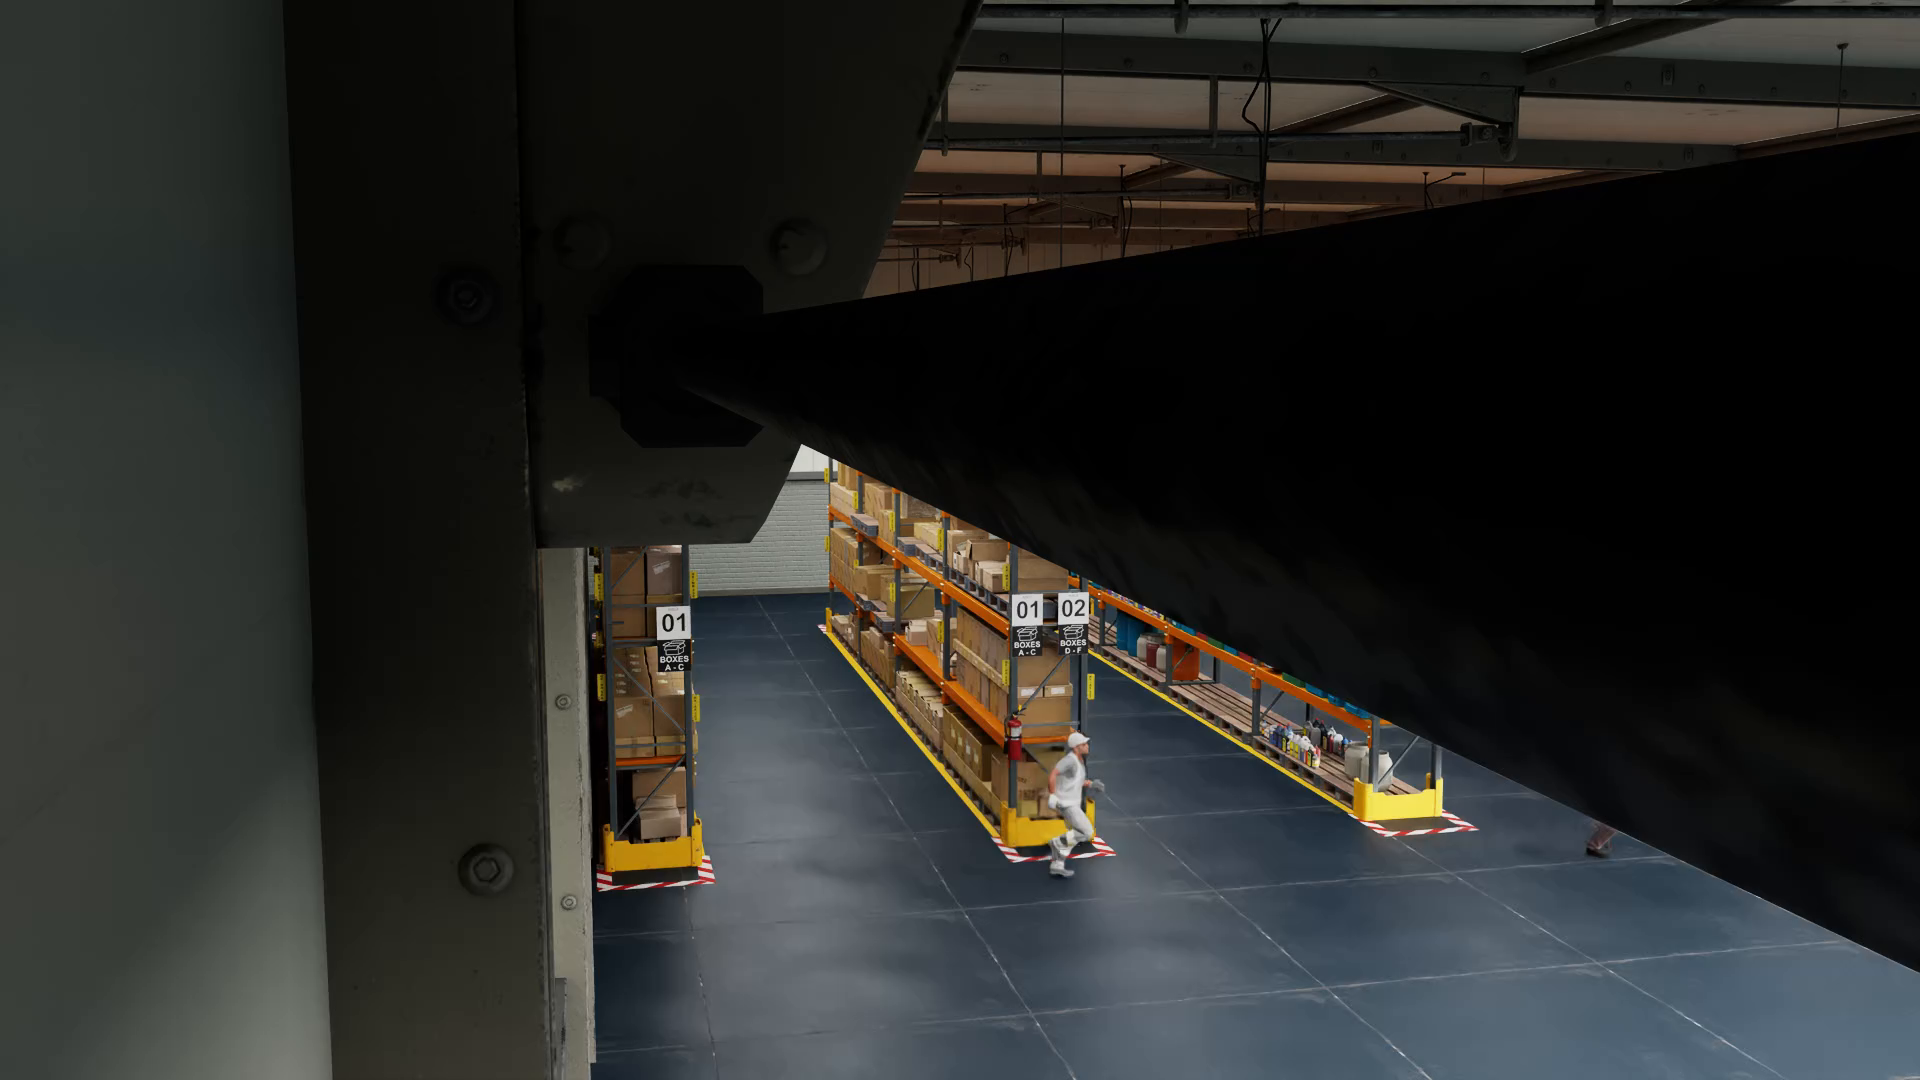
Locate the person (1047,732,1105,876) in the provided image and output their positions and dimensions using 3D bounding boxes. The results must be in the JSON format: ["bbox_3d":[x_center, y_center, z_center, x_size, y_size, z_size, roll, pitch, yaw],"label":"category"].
[{"bbox_3d":[1.376,3.141,19.703,0.648,1.727,0.710,2,7,16],"label":"person"}]

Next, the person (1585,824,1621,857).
[{"bbox_3d":[8.205,3.129,20.480,0.886,1.552,0.681,2,7,20],"label":"person"}]
